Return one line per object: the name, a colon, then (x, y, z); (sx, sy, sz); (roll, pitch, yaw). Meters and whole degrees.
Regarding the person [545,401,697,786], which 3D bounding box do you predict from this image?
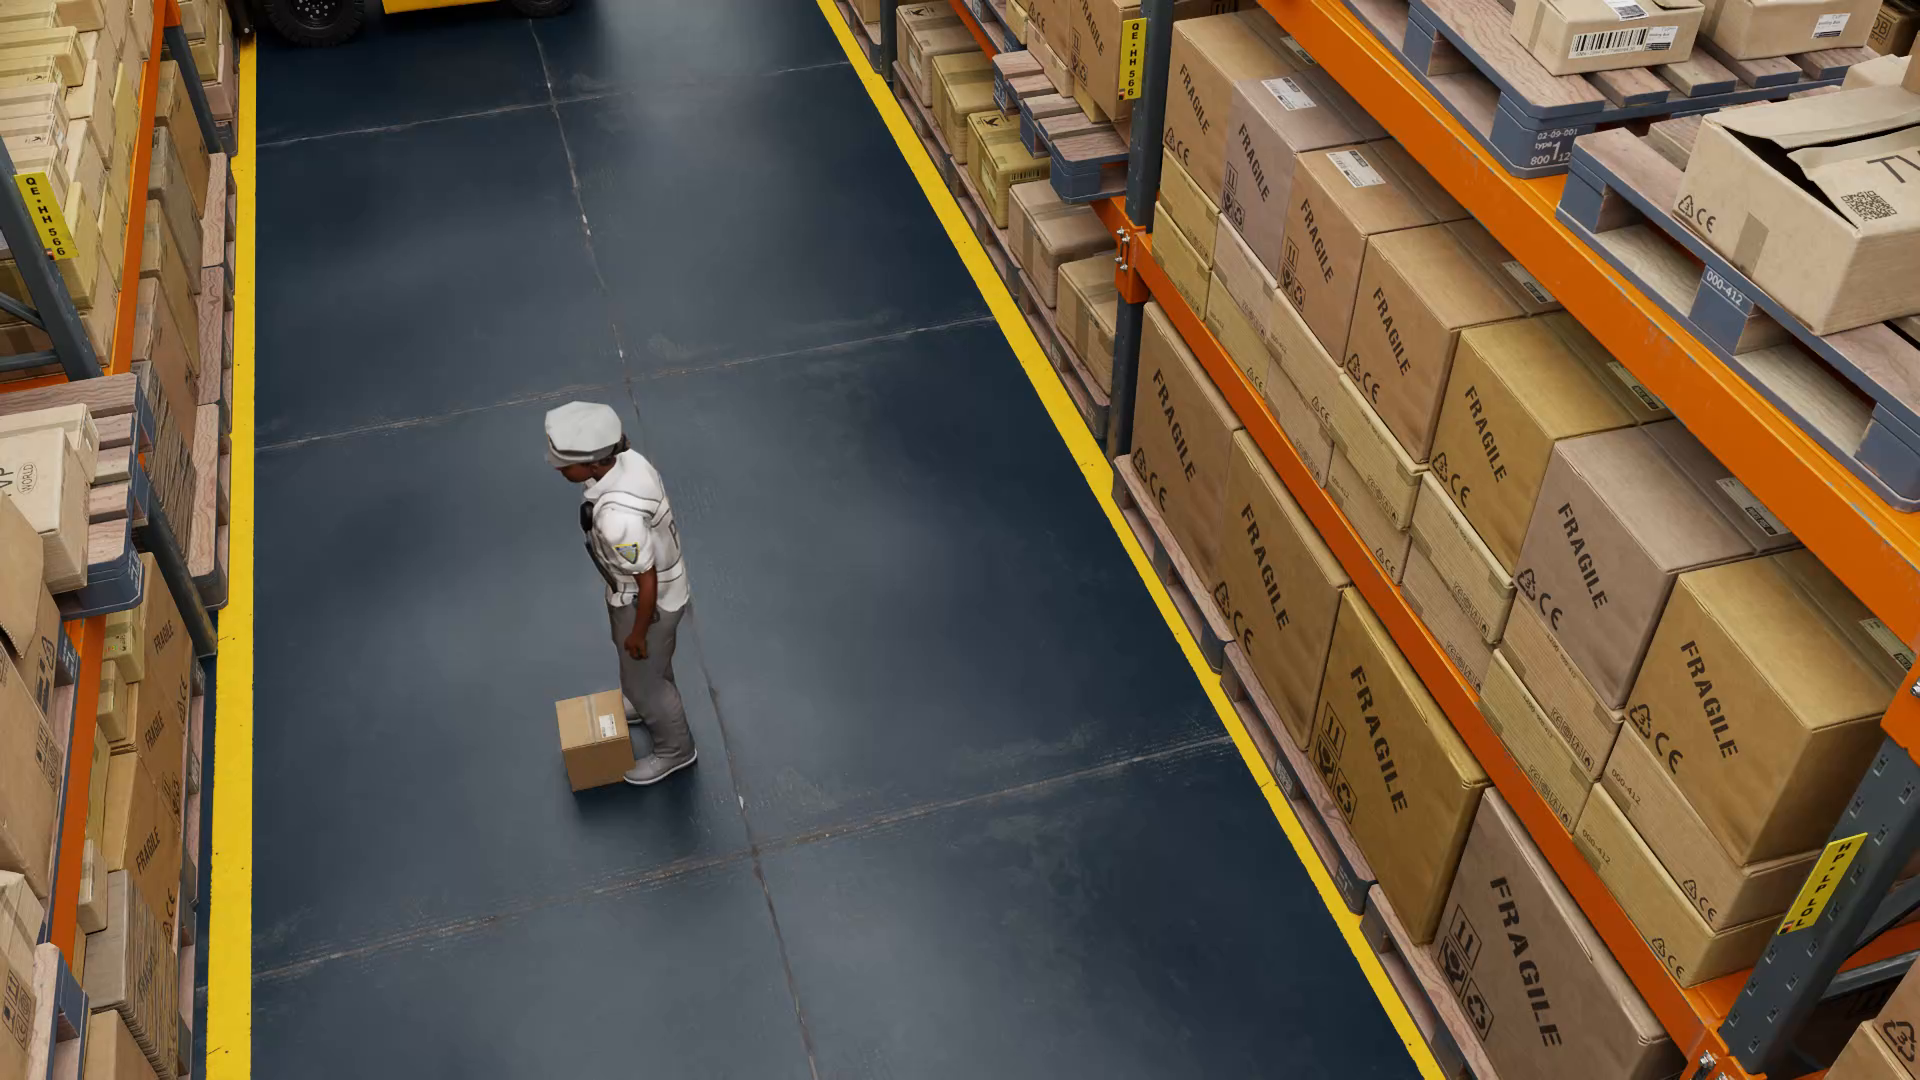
person: (-1.172, 0.189, 5.957); (0.397, 1.656, 0.503); (-12, 44, -13)
